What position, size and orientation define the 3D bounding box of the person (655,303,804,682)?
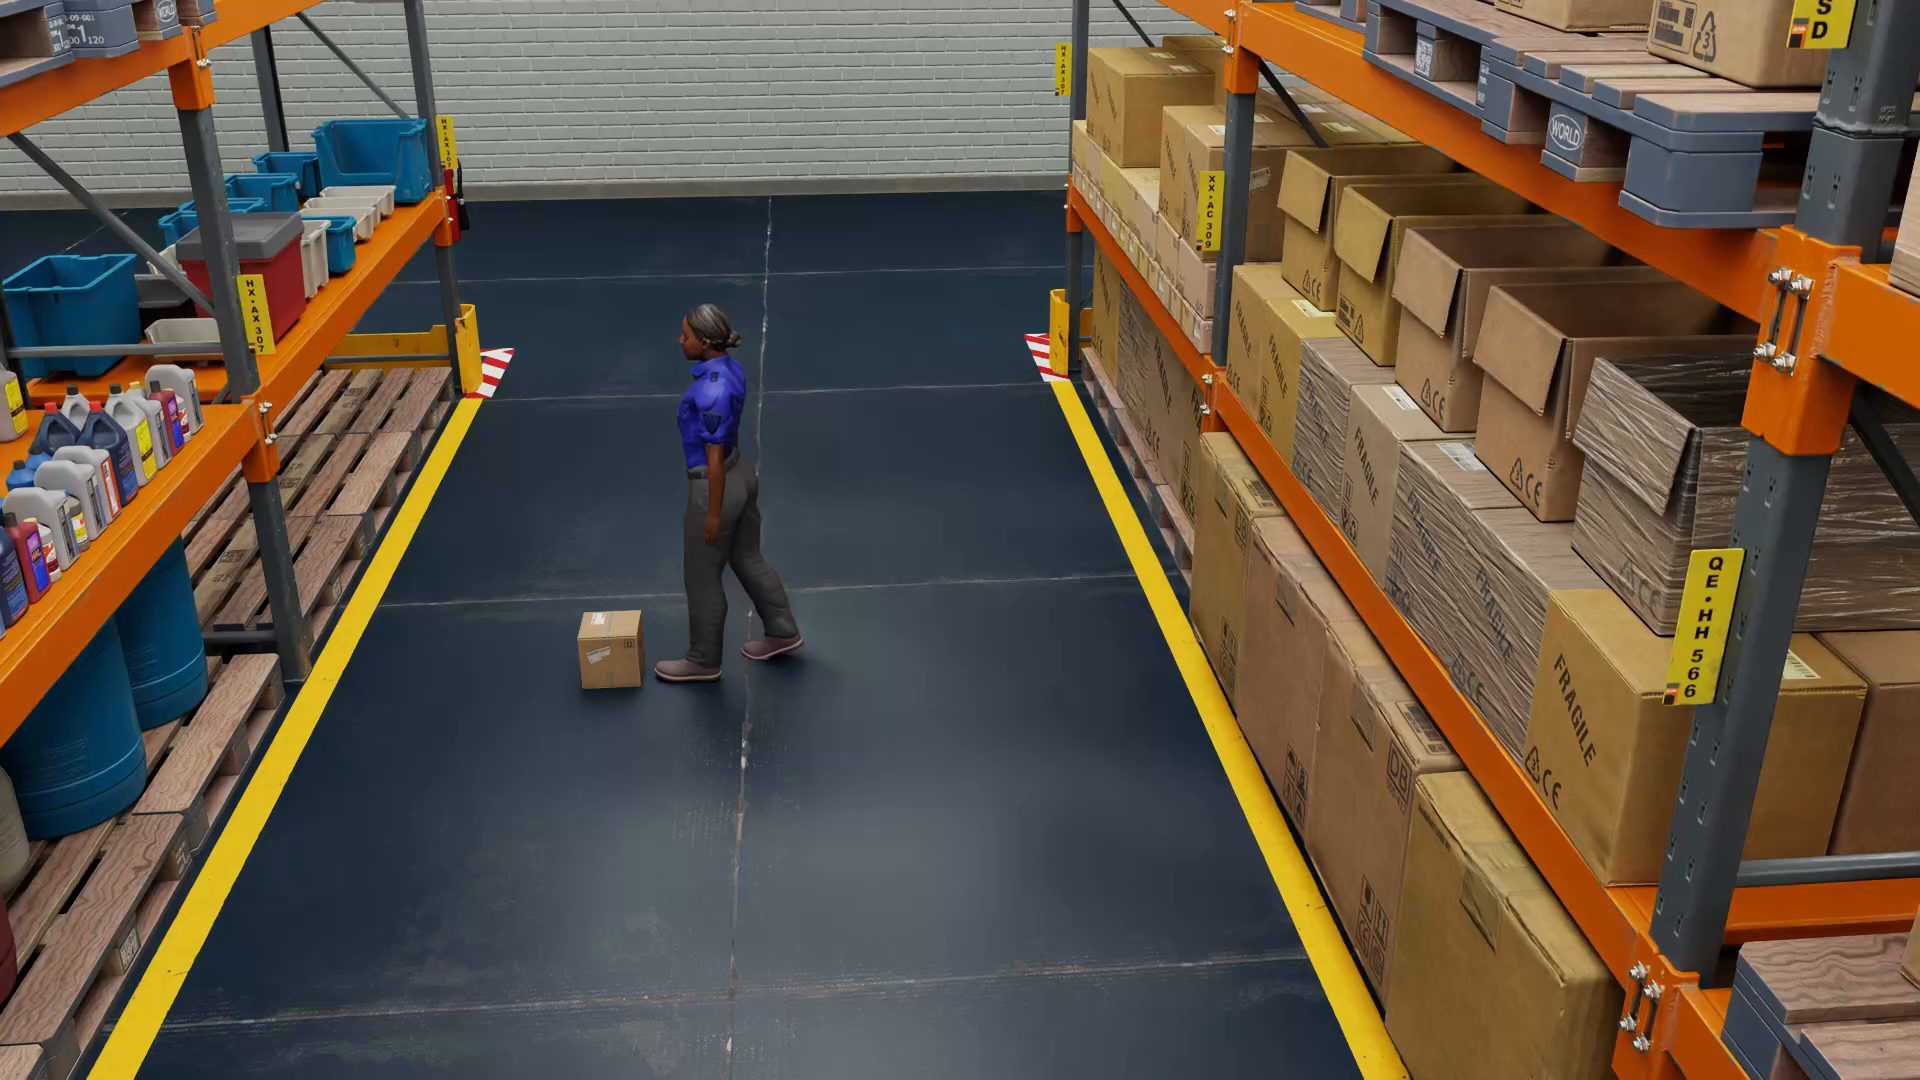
[{"bbox_3d":[-1.019,-0.188,7.025,0.615,1.669,0.449,3,24,6],"label":"person"}]
